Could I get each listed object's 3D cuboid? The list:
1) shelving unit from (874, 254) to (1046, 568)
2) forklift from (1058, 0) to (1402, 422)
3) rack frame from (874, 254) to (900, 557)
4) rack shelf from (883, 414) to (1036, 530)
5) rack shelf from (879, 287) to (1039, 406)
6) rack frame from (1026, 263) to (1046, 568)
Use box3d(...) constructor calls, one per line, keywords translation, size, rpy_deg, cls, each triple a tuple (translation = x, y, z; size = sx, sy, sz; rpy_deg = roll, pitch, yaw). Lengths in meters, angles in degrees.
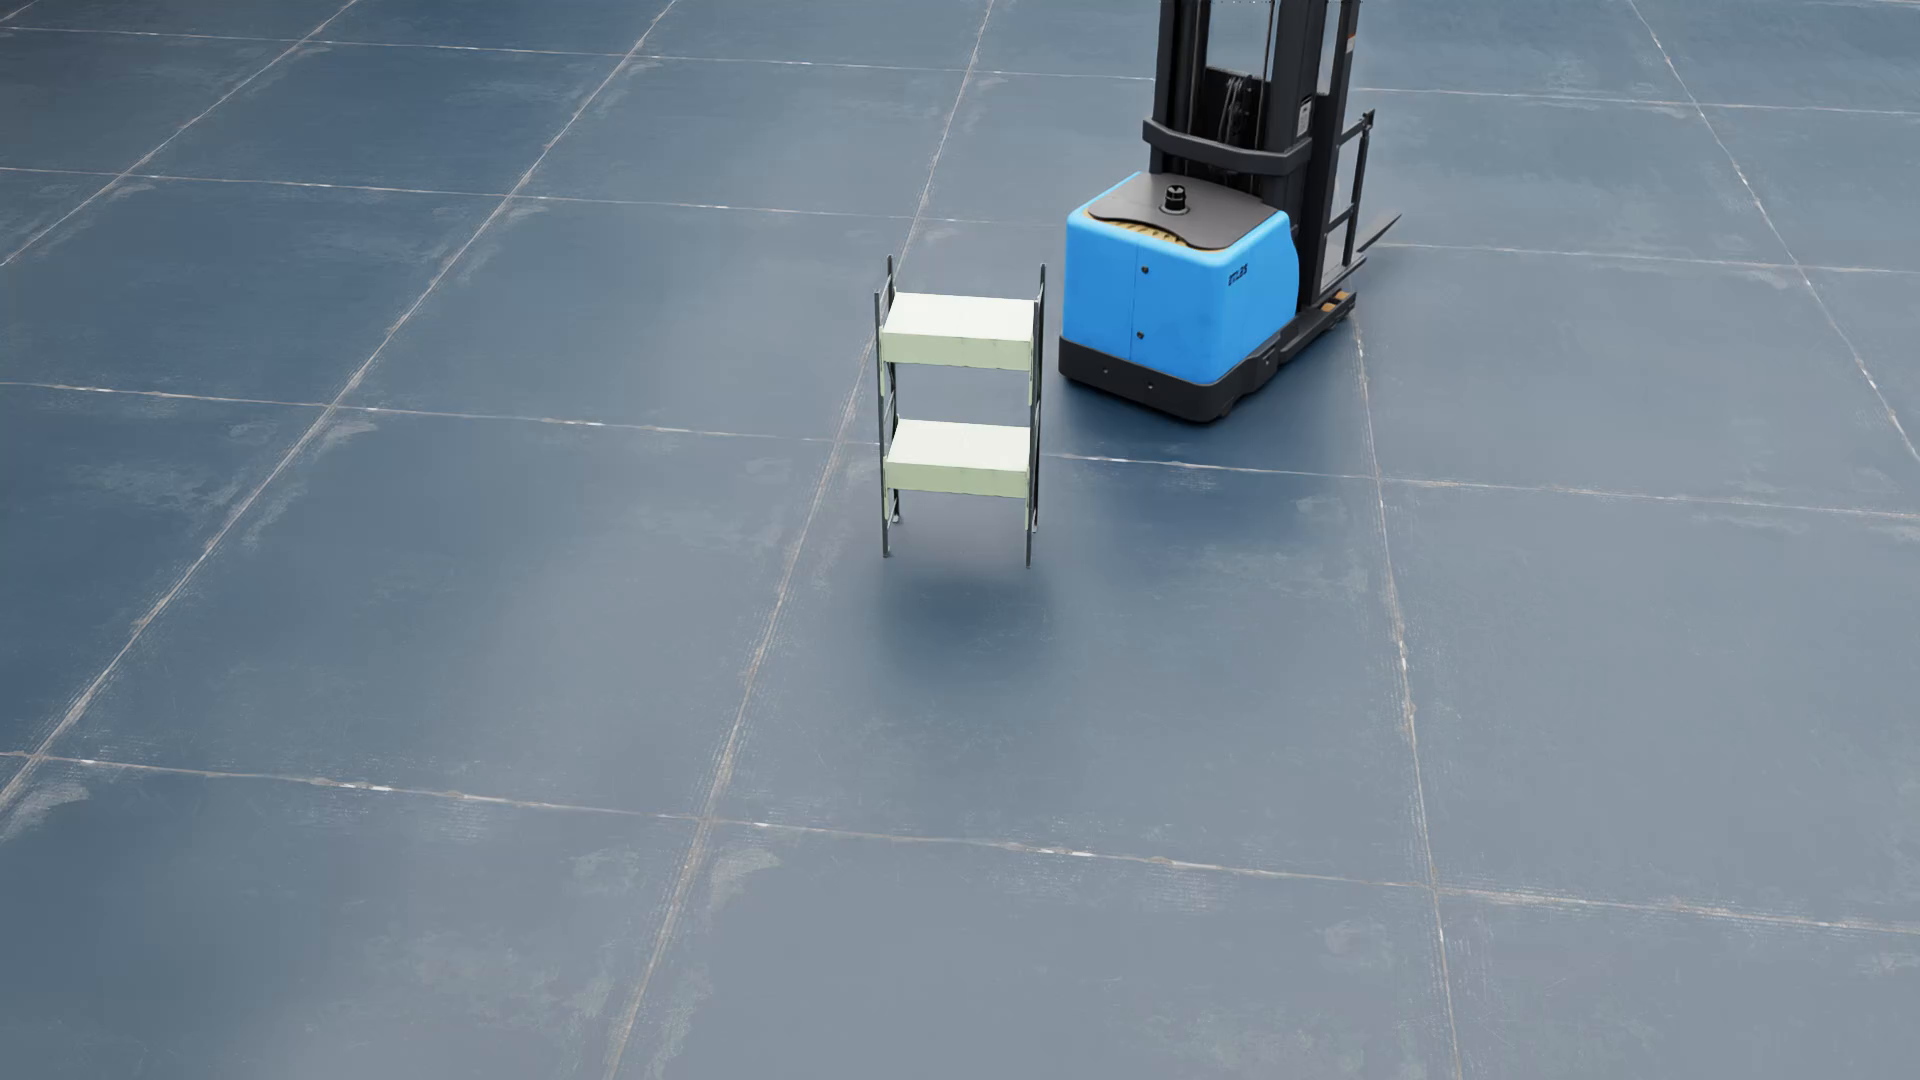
box3d(translation=(0.007, -0.610, 8.171), size=(0.755, 1.500, 0.431), rpy_deg=(4, 36, 6), cls="shelving unit")
box3d(translation=(1.861, -2.667, 9.821), size=(1.130, 2.935, 3.031), rpy_deg=(23, 42, 29), cls="forklift")
box3d(translation=(-0.356, -0.637, 8.209), size=(0.023, 1.500, 0.400), rpy_deg=(4, 36, 6), cls="rack frame")
box3d(translation=(0.007, -0.345, 8.360), size=(0.720, 0.370, 0.431), rpy_deg=(4, 36, 6), cls="rack shelf")
box3d(translation=(0.007, -0.928, 7.944), size=(0.720, 0.370, 0.431), rpy_deg=(4, 36, 6), cls="rack shelf")
box3d(translation=(0.370, -0.583, 8.133), size=(0.023, 1.500, 0.400), rpy_deg=(4, 36, 6), cls="rack frame")
